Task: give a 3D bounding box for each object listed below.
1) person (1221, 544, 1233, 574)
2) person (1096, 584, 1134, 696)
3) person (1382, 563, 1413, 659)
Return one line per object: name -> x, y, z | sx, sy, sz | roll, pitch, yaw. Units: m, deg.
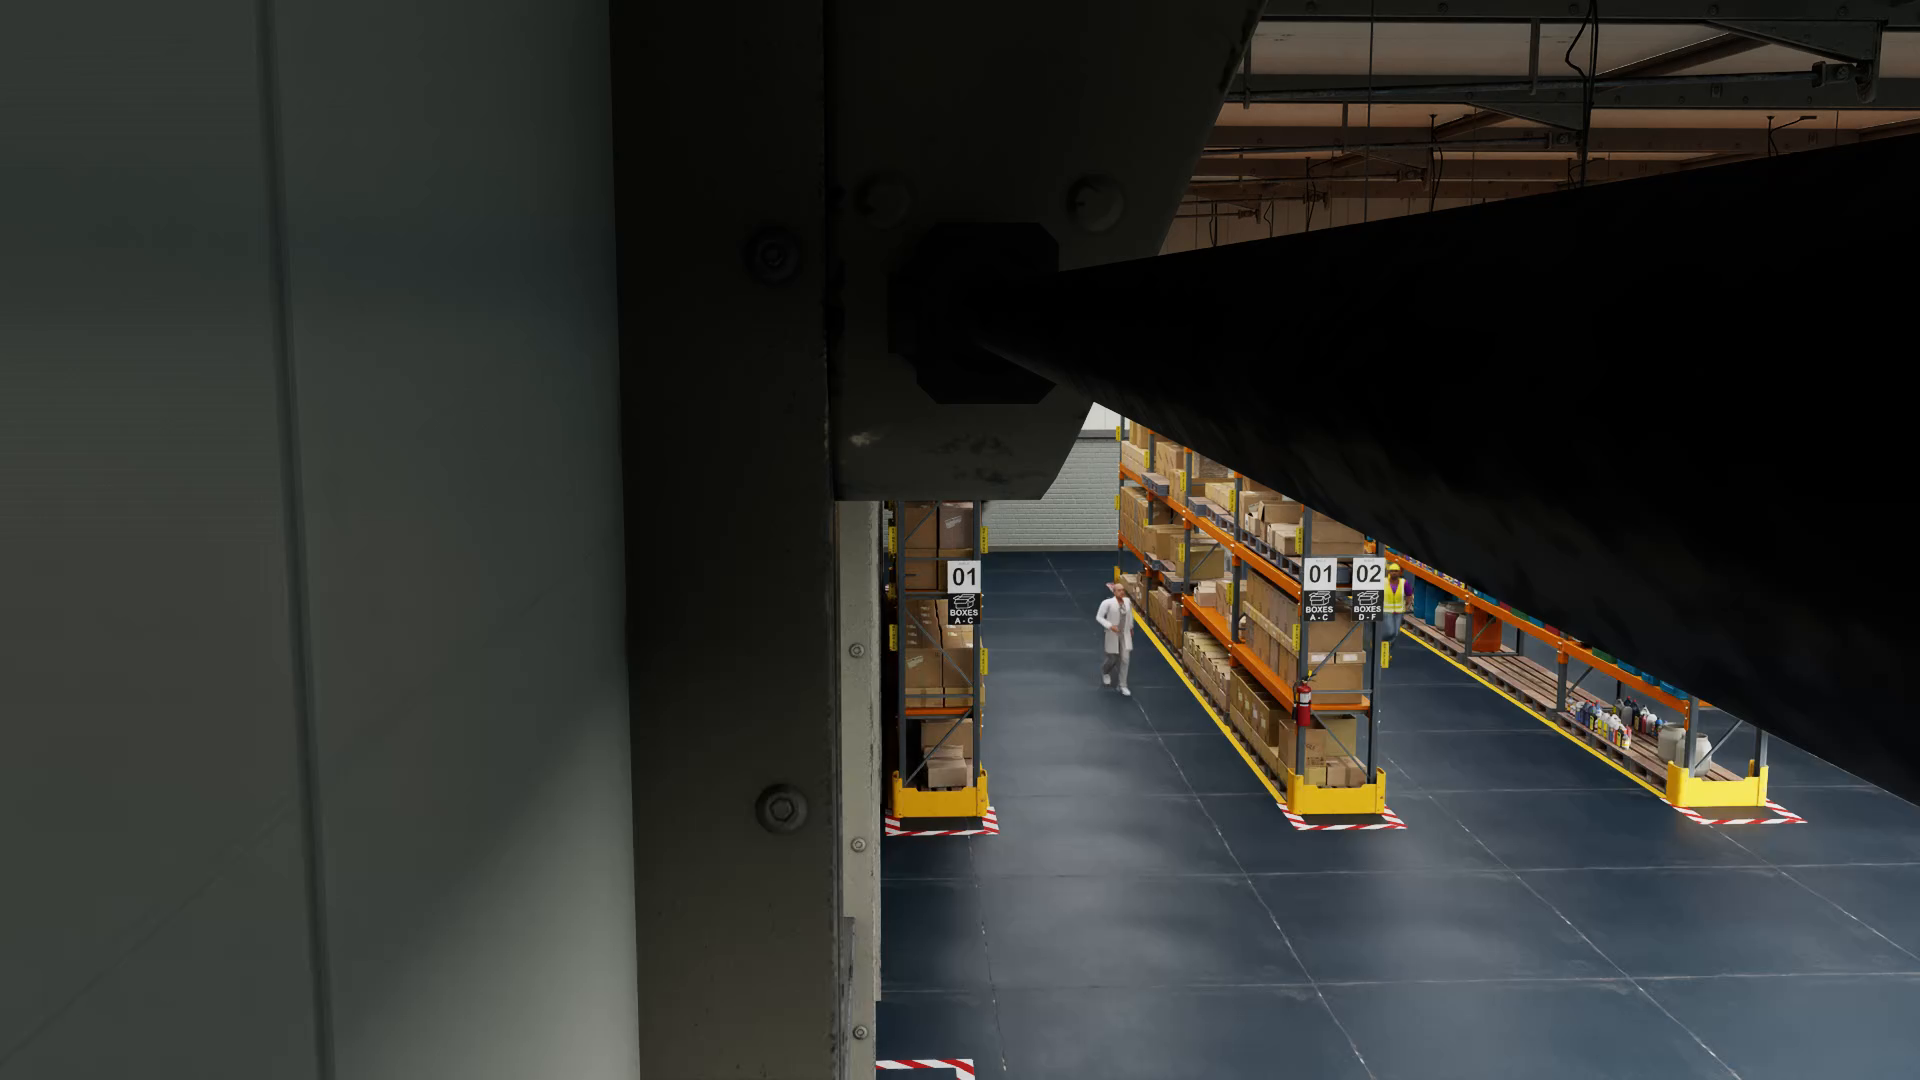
person -> 5.724, 0.375, 35.736 | 0.622, 1.664, 0.538 | -2, 8, -12
person -> 2.539, 1.580, 27.019 | 0.713, 1.776, 0.955 | -3, 9, -17
person -> 7.601, 1.281, 29.153 | 0.670, 1.753, 0.664 | 0, 8, 1
